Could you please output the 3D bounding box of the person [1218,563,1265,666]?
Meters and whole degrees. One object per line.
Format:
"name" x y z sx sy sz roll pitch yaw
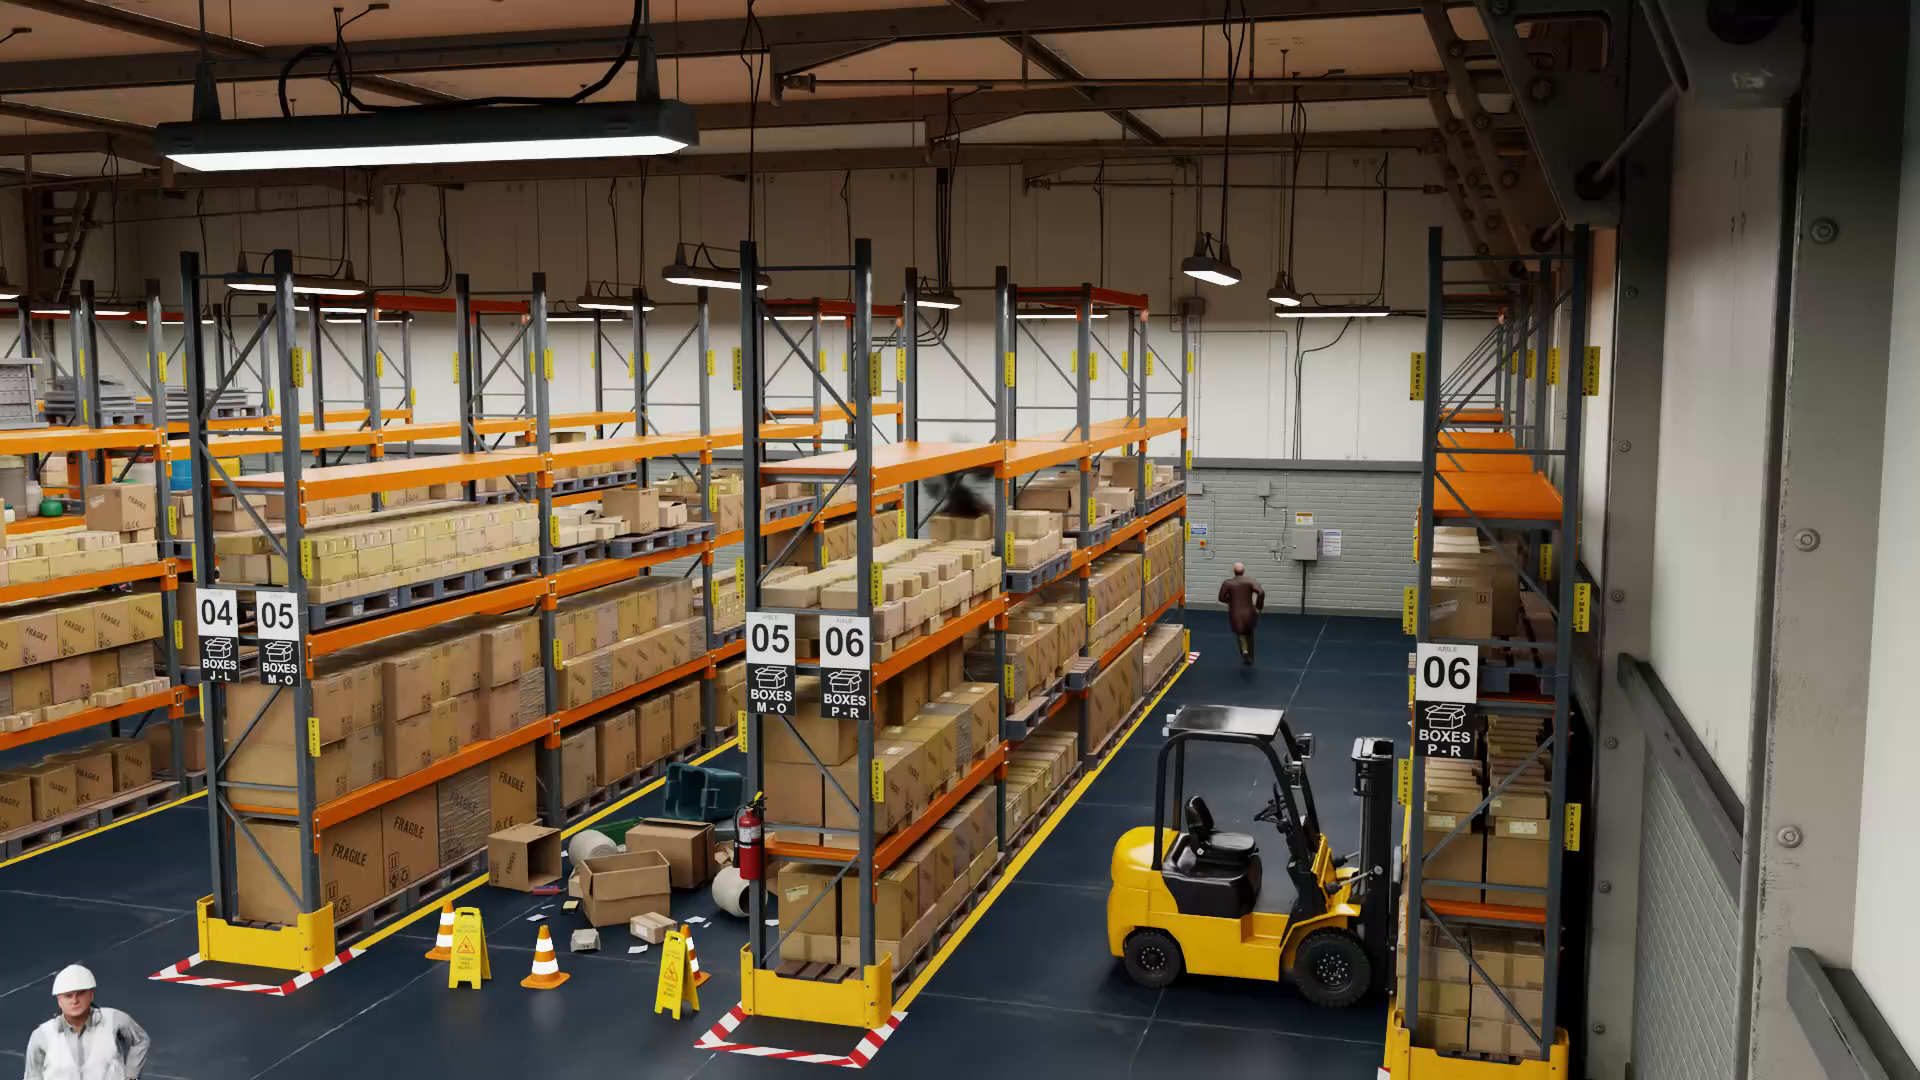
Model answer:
"person" 4.615 1.262 27.324 0.747 1.779 0.926 1 6 8

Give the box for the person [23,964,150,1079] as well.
"person" -4.894 3.257 9.338 0.631 1.766 0.689 -3 7 -22
